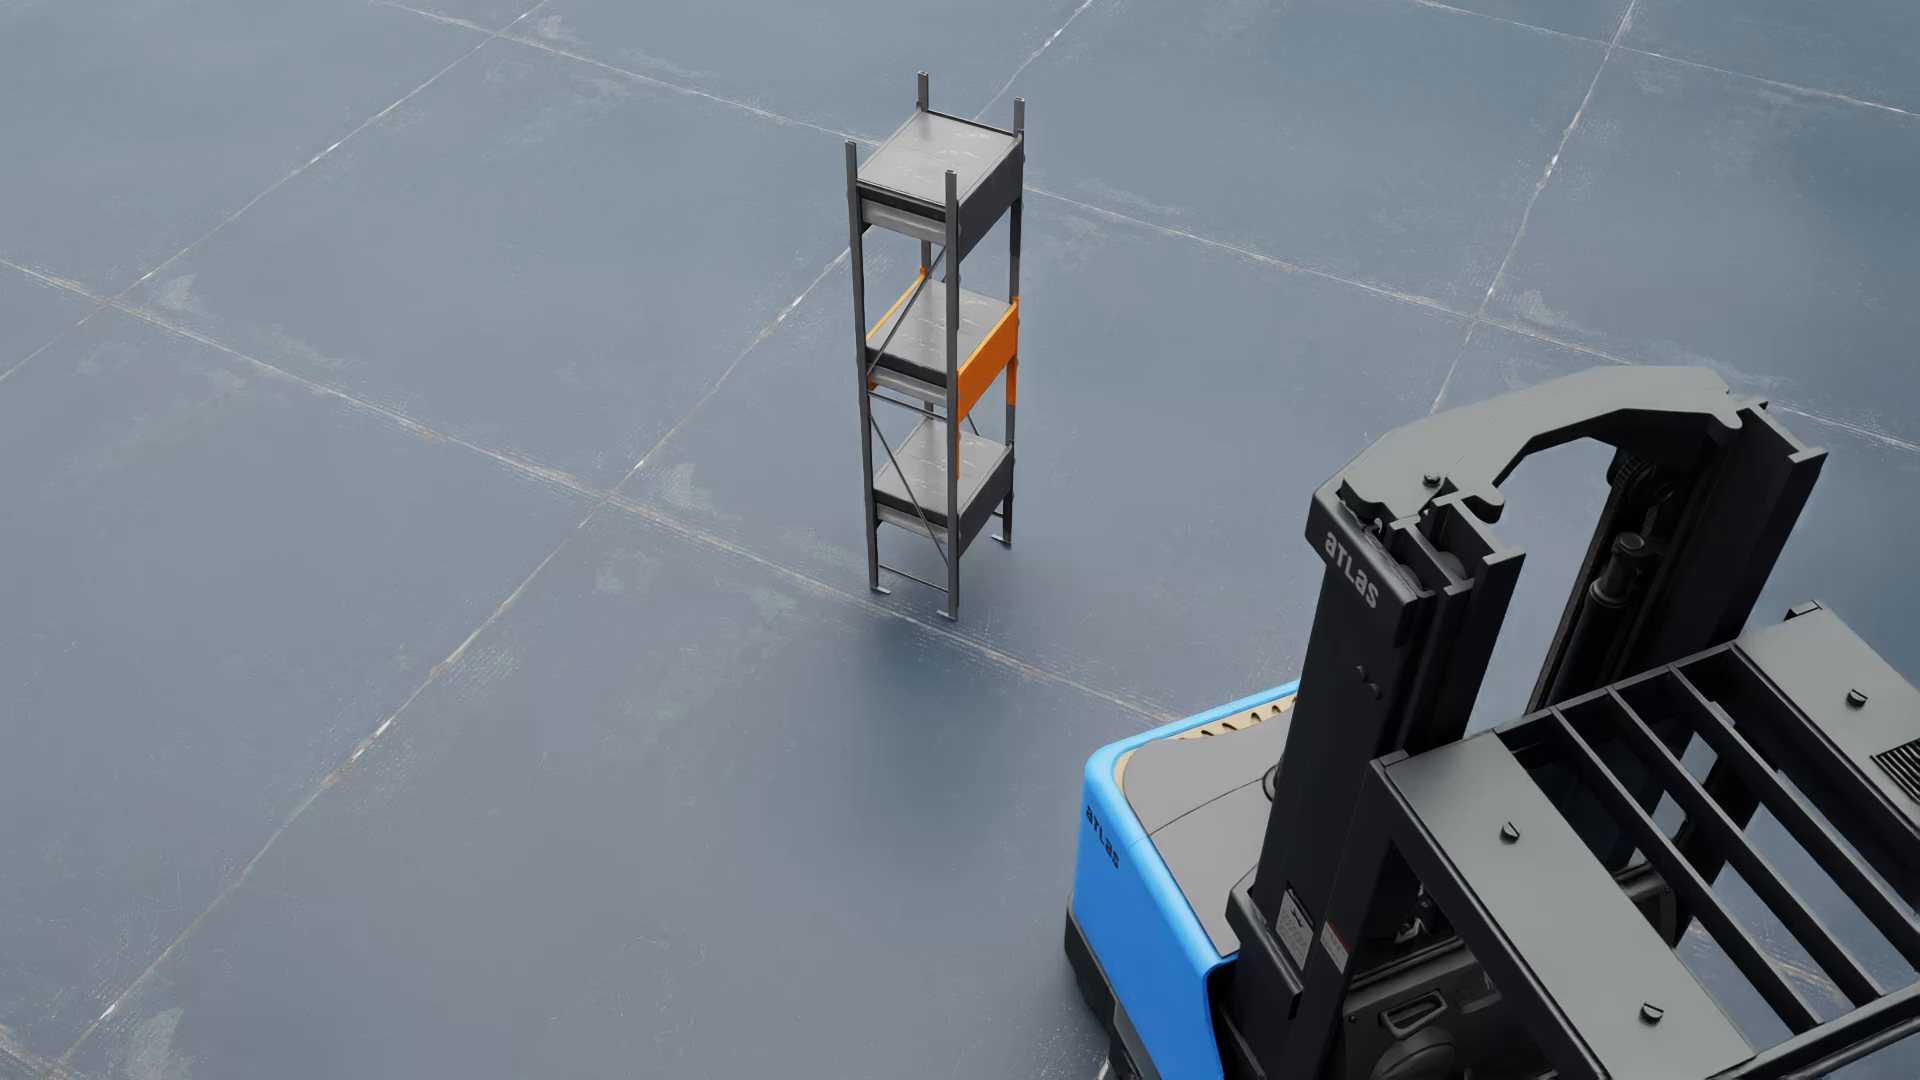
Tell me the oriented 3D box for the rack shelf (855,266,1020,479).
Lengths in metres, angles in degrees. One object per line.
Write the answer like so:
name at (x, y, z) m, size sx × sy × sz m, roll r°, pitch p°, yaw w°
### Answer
rack shelf at (-0.077, -0.624, 6.190) m, size 0.431 × 0.518 × 0.480 m, roll 20°, pitch 49°, yaw 19°

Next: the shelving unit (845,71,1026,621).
shelving unit at (-0.077, -0.634, 6.180) m, size 0.431 × 2.100 × 0.503 m, roll 20°, pitch 49°, yaw 19°

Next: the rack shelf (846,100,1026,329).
rack shelf at (-0.077, -1.116, 5.692) m, size 0.431 × 0.518 × 0.480 m, roll 20°, pitch 49°, yaw 19°

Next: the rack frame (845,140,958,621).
rack frame at (-0.190, -0.480, 6.028) m, size 0.400 × 2.100 × 0.015 m, roll 20°, pitch 49°, yaw 19°

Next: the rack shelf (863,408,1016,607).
rack shelf at (-0.077, -0.132, 6.688) m, size 0.431 × 0.518 × 0.480 m, roll 20°, pitch 49°, yaw 19°

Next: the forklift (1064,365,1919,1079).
forklift at (1.385, 1.189, 3.794) m, size 1.130 × 2.935 × 3.031 m, roll -17°, pitch 48°, yaw -16°

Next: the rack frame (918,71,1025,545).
rack frame at (0.036, -0.788, 6.332) m, size 0.400 × 2.100 × 0.015 m, roll 20°, pitch 49°, yaw 19°
